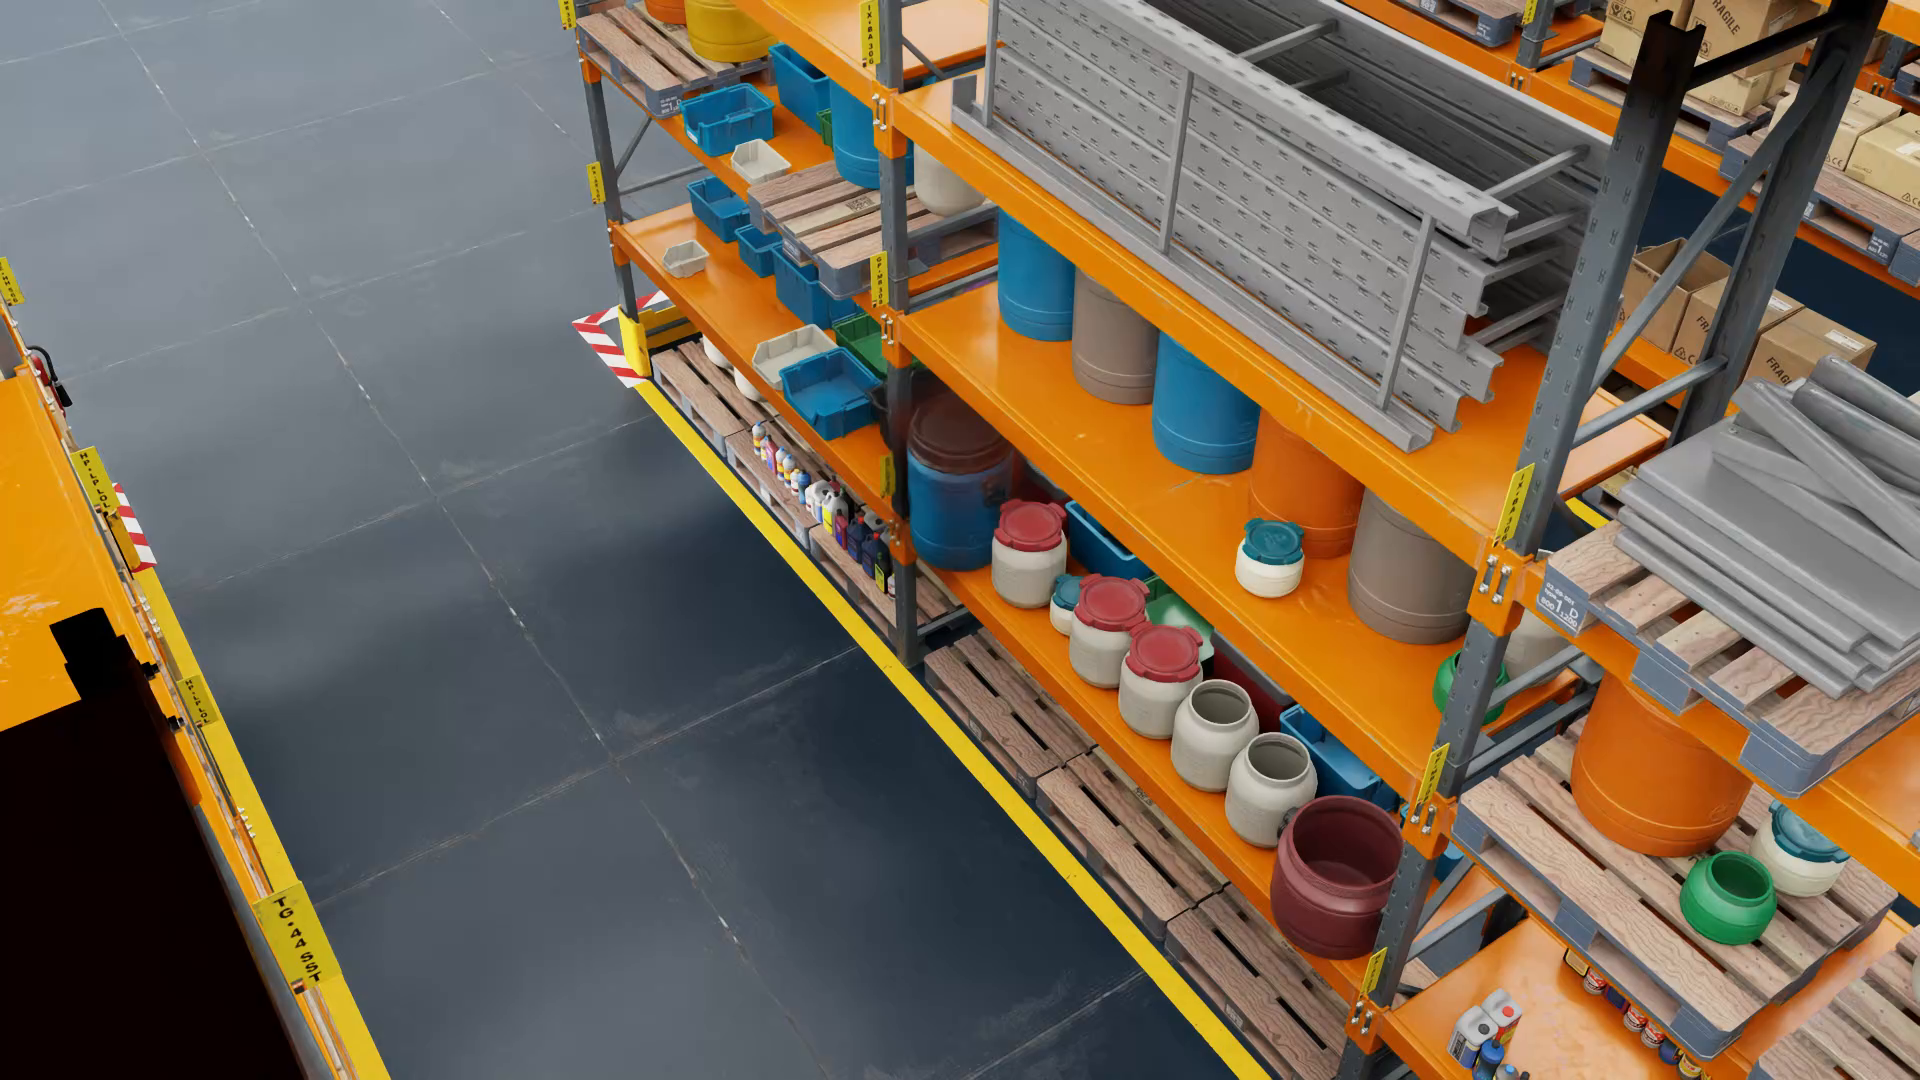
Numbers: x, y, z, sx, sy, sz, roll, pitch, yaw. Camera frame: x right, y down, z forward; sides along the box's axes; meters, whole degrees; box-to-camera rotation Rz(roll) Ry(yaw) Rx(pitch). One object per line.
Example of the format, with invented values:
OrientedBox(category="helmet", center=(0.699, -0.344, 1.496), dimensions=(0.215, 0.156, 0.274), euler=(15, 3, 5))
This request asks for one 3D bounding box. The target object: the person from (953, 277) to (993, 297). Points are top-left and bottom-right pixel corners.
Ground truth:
OrientedBox(category="person", center=(0.142, -1.734, 12.503), dimensions=(0.476, 1.581, 0.502), euler=(34, 52, 31))
